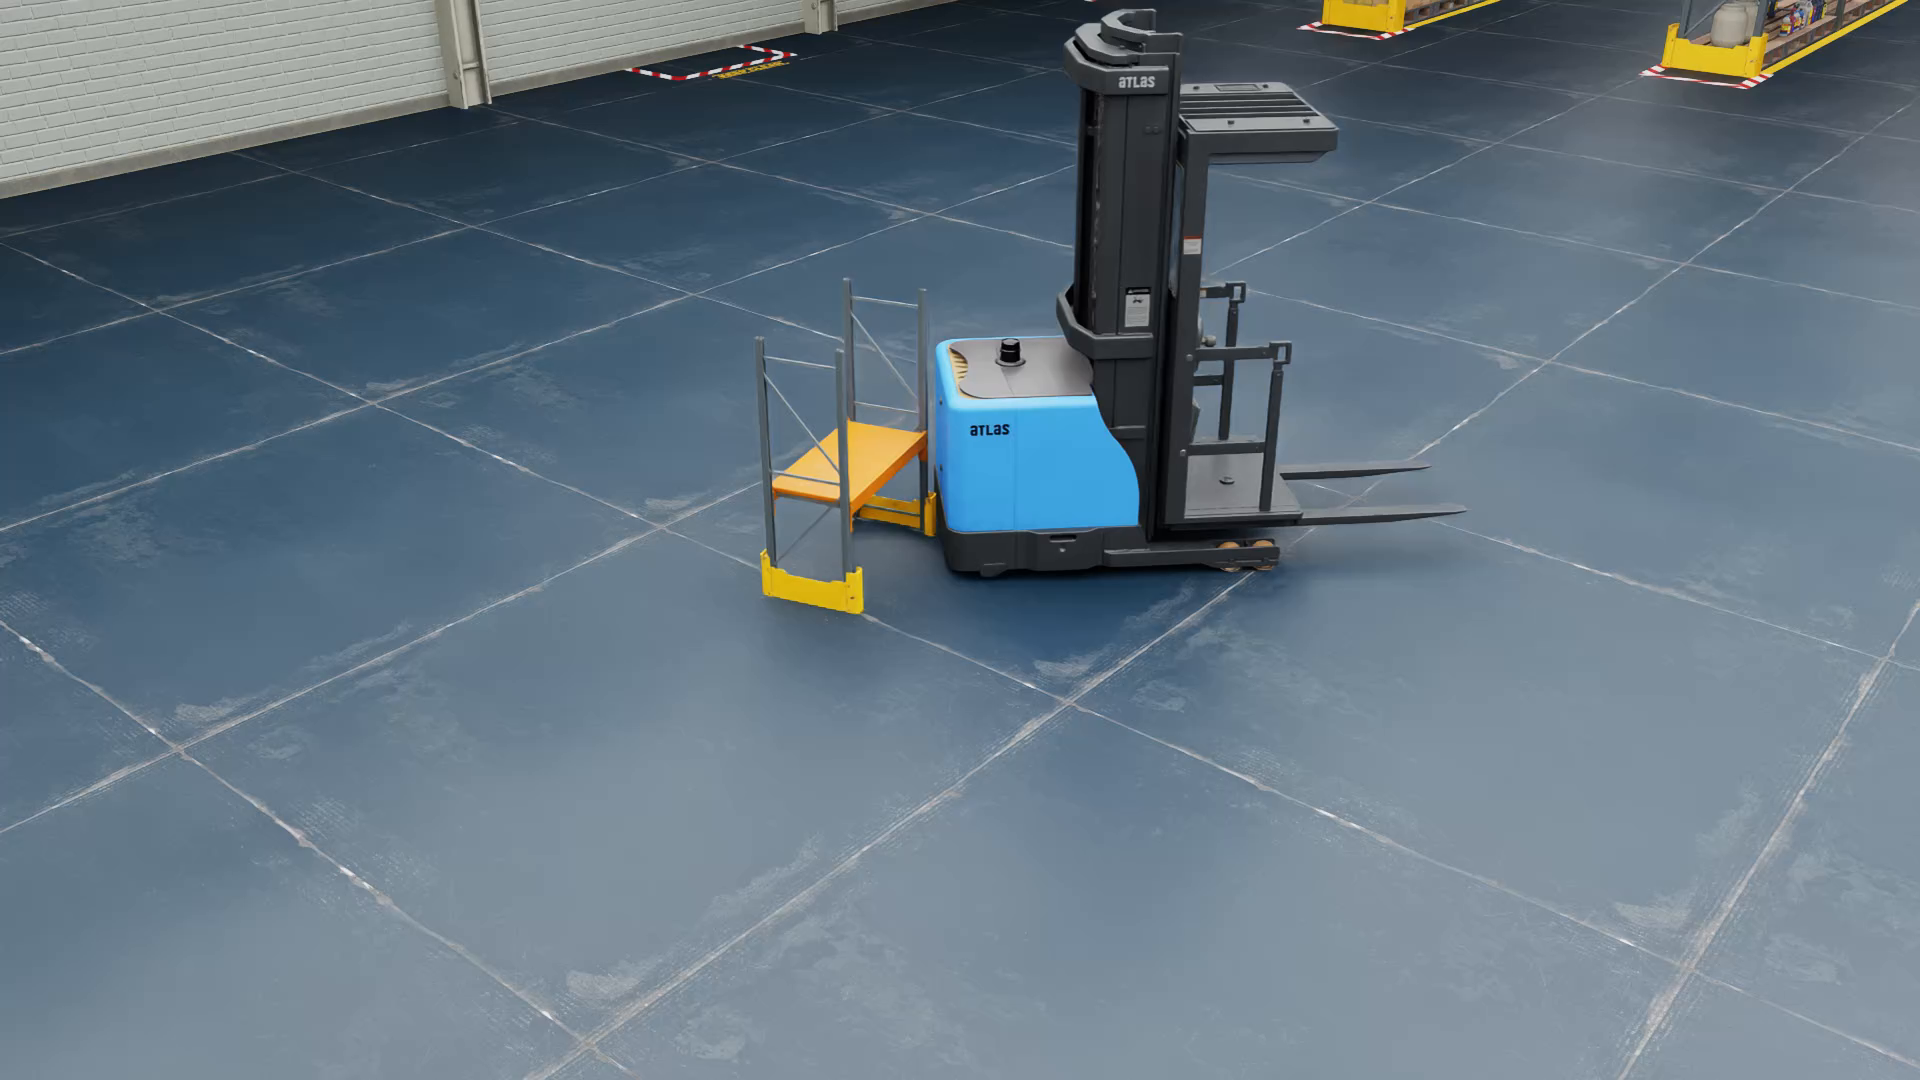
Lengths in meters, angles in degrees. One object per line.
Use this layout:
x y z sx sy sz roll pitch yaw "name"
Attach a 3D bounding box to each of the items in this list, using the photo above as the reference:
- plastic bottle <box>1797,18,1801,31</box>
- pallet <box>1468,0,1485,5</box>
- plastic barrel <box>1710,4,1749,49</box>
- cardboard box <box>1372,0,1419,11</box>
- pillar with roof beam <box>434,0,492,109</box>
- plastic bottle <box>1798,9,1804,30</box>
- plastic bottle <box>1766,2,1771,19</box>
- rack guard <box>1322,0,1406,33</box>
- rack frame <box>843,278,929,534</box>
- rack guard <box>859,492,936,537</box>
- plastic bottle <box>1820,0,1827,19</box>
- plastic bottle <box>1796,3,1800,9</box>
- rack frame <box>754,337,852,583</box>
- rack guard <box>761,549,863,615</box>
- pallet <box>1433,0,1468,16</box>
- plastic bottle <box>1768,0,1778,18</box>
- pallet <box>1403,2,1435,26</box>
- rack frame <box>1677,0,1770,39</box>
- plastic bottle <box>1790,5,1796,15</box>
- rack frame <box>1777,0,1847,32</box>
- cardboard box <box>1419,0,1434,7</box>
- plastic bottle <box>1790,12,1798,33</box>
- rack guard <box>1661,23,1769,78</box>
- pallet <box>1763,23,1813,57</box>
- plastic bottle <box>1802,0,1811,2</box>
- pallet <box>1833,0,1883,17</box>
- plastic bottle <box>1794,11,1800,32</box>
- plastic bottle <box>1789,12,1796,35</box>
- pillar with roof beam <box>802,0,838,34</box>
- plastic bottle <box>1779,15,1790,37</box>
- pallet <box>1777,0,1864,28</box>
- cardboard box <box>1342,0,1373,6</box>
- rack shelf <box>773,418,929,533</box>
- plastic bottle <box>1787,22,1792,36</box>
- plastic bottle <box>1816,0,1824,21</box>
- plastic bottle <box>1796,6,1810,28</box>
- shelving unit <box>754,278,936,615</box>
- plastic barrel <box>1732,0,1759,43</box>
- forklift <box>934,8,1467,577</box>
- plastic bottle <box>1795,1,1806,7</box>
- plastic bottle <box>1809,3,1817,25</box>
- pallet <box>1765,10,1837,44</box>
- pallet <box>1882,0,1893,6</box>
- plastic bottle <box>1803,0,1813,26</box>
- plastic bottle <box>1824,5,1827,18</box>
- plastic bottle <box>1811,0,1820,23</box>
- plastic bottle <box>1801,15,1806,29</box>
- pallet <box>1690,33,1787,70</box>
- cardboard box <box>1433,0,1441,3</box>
11.422 -7.065 22.708 0.097 0.201 0.097 0 27 0 "plastic bottle"
7.870 -8.727 26.390 1.003 0.211 1.213 21 34 34 "pallet"
10.043 -6.705 21.698 0.421 0.512 0.421 0 27 0 "plastic barrel"
6.376 -7.908 24.306 0.500 0.250 0.500 21 34 34 "cardboard box"
-2.494 -7.916 15.259 9.100 9.000 0.400 21 34 34 "pillar with roof beam"
11.488 -7.132 22.763 0.097 0.271 0.097 0 27 0 "plastic bottle"
11.395 -7.518 23.509 0.097 0.271 0.097 0 27 0 "plastic bottle"
5.848 -7.698 24.087 1.175 0.500 0.348 21 34 34 "rack guard"
-0.421 -0.752 9.572 0.500 1.500 0.032 11 29 20 "rack frame"
-0.421 -0.197 9.858 0.587 0.250 0.087 11 29 20 "rack guard"
12.176 -7.508 23.477 0.061 0.283 0.133 23 35 37 "plastic bottle"
11.617 -7.301 23.076 0.061 0.283 0.133 21 34 34 "plastic bottle"
-0.812 -0.321 8.739 0.500 1.500 0.032 11 29 20 "rack frame"
-0.805 0.226 9.042 0.587 0.250 0.087 11 29 20 "rack guard"
7.094 -8.293 25.550 1.003 0.211 1.213 21 34 34 "pallet"
11.505 -7.598 23.577 0.144 0.351 0.185 21 34 34 "plastic bottle"
6.318 -7.862 24.718 1.003 0.211 1.213 21 34 34 "pallet"
9.683 -7.368 20.728 1.000 3.000 0.127 21 34 34 "rack frame"
11.524 -7.255 22.986 0.061 0.283 0.133 21 34 34 "plastic bottle"
12.228 -8.786 23.470 1.000 3.000 0.127 21 34 34 "rack frame"
6.692 -8.086 24.651 0.500 0.250 0.500 21 34 34 "cardboard box"
11.295 -7.025 22.556 0.097 0.271 0.097 0 27 0 "plastic bottle"
9.695 -6.299 21.381 1.175 0.500 0.348 21 34 34 "rack guard"
10.993 -6.887 22.834 1.003 0.211 1.213 21 34 34 "pallet"
11.929 -7.535 23.455 0.144 0.351 0.185 21 34 34 "plastic bottle"
13.473 -8.272 25.510 1.003 0.211 1.213 21 34 34 "pallet"
11.359 -7.060 22.624 0.097 0.271 0.097 0 27 0 "plastic bottle"
11.235 -6.984 22.463 0.061 0.283 0.133 21 34 35 "plastic bottle"
1.322 -10.044 19.371 9.100 9.000 0.400 21 34 34 "pillar with roof beam"
11.077 -6.904 22.321 0.097 0.271 0.097 0 27 0 "plastic bottle"
12.697 -7.838 24.671 1.003 0.211 1.213 21 34 34 "pallet"
5.977 -8.059 24.599 0.500 0.250 0.500 21 34 34 "cardboard box"
-0.617 -0.377 9.238 0.538 0.185 1.000 11 29 20 "rack shelf"
11.143 -6.909 22.408 0.097 0.201 0.097 0 27 0 "plastic bottle"
12.040 -7.493 23.373 0.144 0.351 0.185 20 33 33 "plastic bottle"
11.607 -7.220 22.928 0.152 0.276 0.135 21 34 35 "plastic bottle"
-0.613 -0.541 9.163 0.587 1.500 1.083 11 29 20 "shelving unit"
10.362 -6.883 22.041 0.421 0.512 0.421 0 27 0 "plastic barrel"
1.391 -1.362 9.192 3.031 2.935 1.130 -2 27 -5 "forklift"
11.788 -7.426 23.325 0.152 0.276 0.135 21 34 34 "plastic bottle"
11.847 -7.325 23.122 0.061 0.283 0.133 23 35 38 "plastic bottle"
11.768 -7.322 23.674 1.003 0.211 1.213 21 34 34 "pallet"
14.249 -8.703 26.343 1.003 0.211 1.213 21 34 34 "pallet"
11.713 -7.310 23.020 0.144 0.351 0.185 21 34 34 "plastic bottle"
12.237 -7.519 23.587 0.097 0.201 0.097 0 27 0 "plastic bottle"
11.918 -7.425 23.242 0.144 0.351 0.185 19 33 32 "plastic bottle"
11.553 -7.137 22.849 0.097 0.201 0.097 0 27 0 "plastic bottle"
10.216 -6.457 22.001 1.003 0.211 1.213 21 34 34 "pallet"
7.010 -8.263 24.994 0.500 0.250 0.500 21 34 34 "cardboard box"
